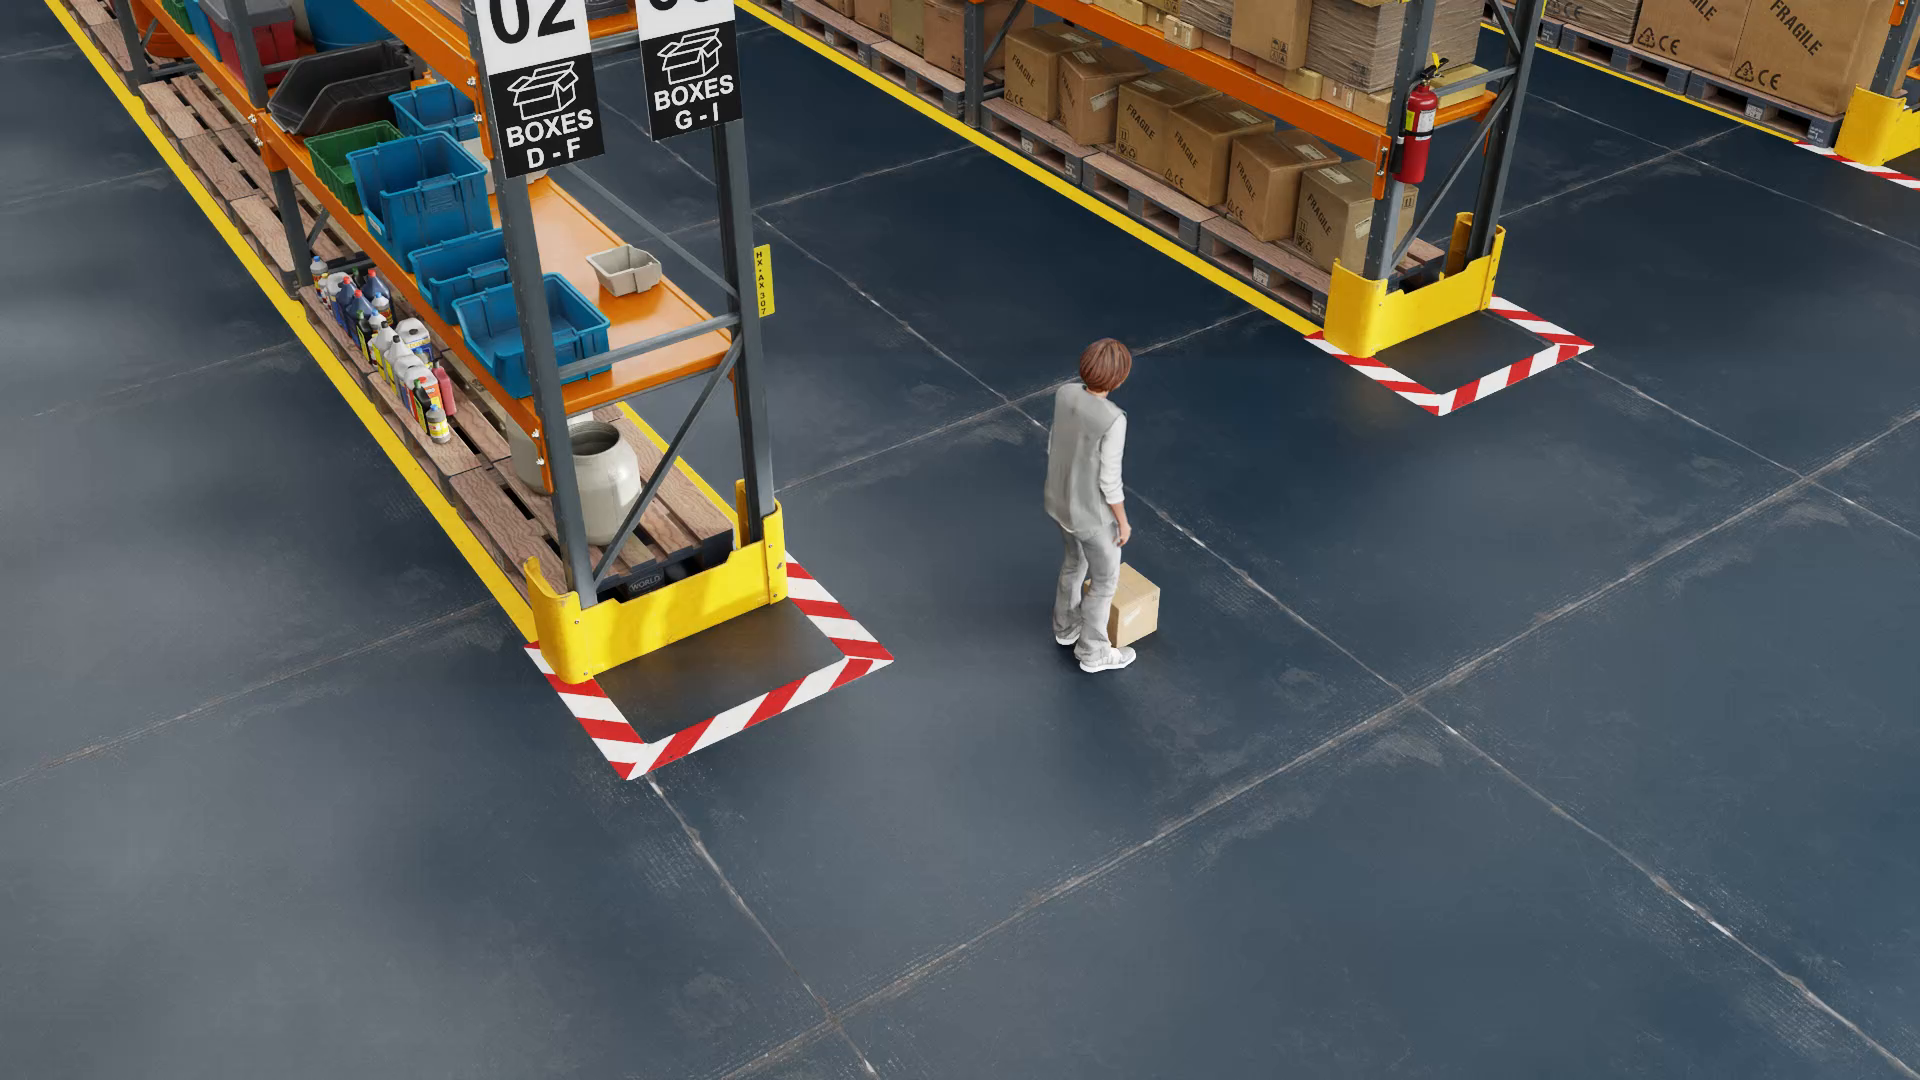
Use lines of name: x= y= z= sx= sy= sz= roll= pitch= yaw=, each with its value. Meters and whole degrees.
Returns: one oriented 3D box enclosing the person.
person: x=0.561 y=-0.144 z=7.200 sx=0.366 sy=1.592 sz=0.460 roll=-23 pitch=42 yaw=-27
